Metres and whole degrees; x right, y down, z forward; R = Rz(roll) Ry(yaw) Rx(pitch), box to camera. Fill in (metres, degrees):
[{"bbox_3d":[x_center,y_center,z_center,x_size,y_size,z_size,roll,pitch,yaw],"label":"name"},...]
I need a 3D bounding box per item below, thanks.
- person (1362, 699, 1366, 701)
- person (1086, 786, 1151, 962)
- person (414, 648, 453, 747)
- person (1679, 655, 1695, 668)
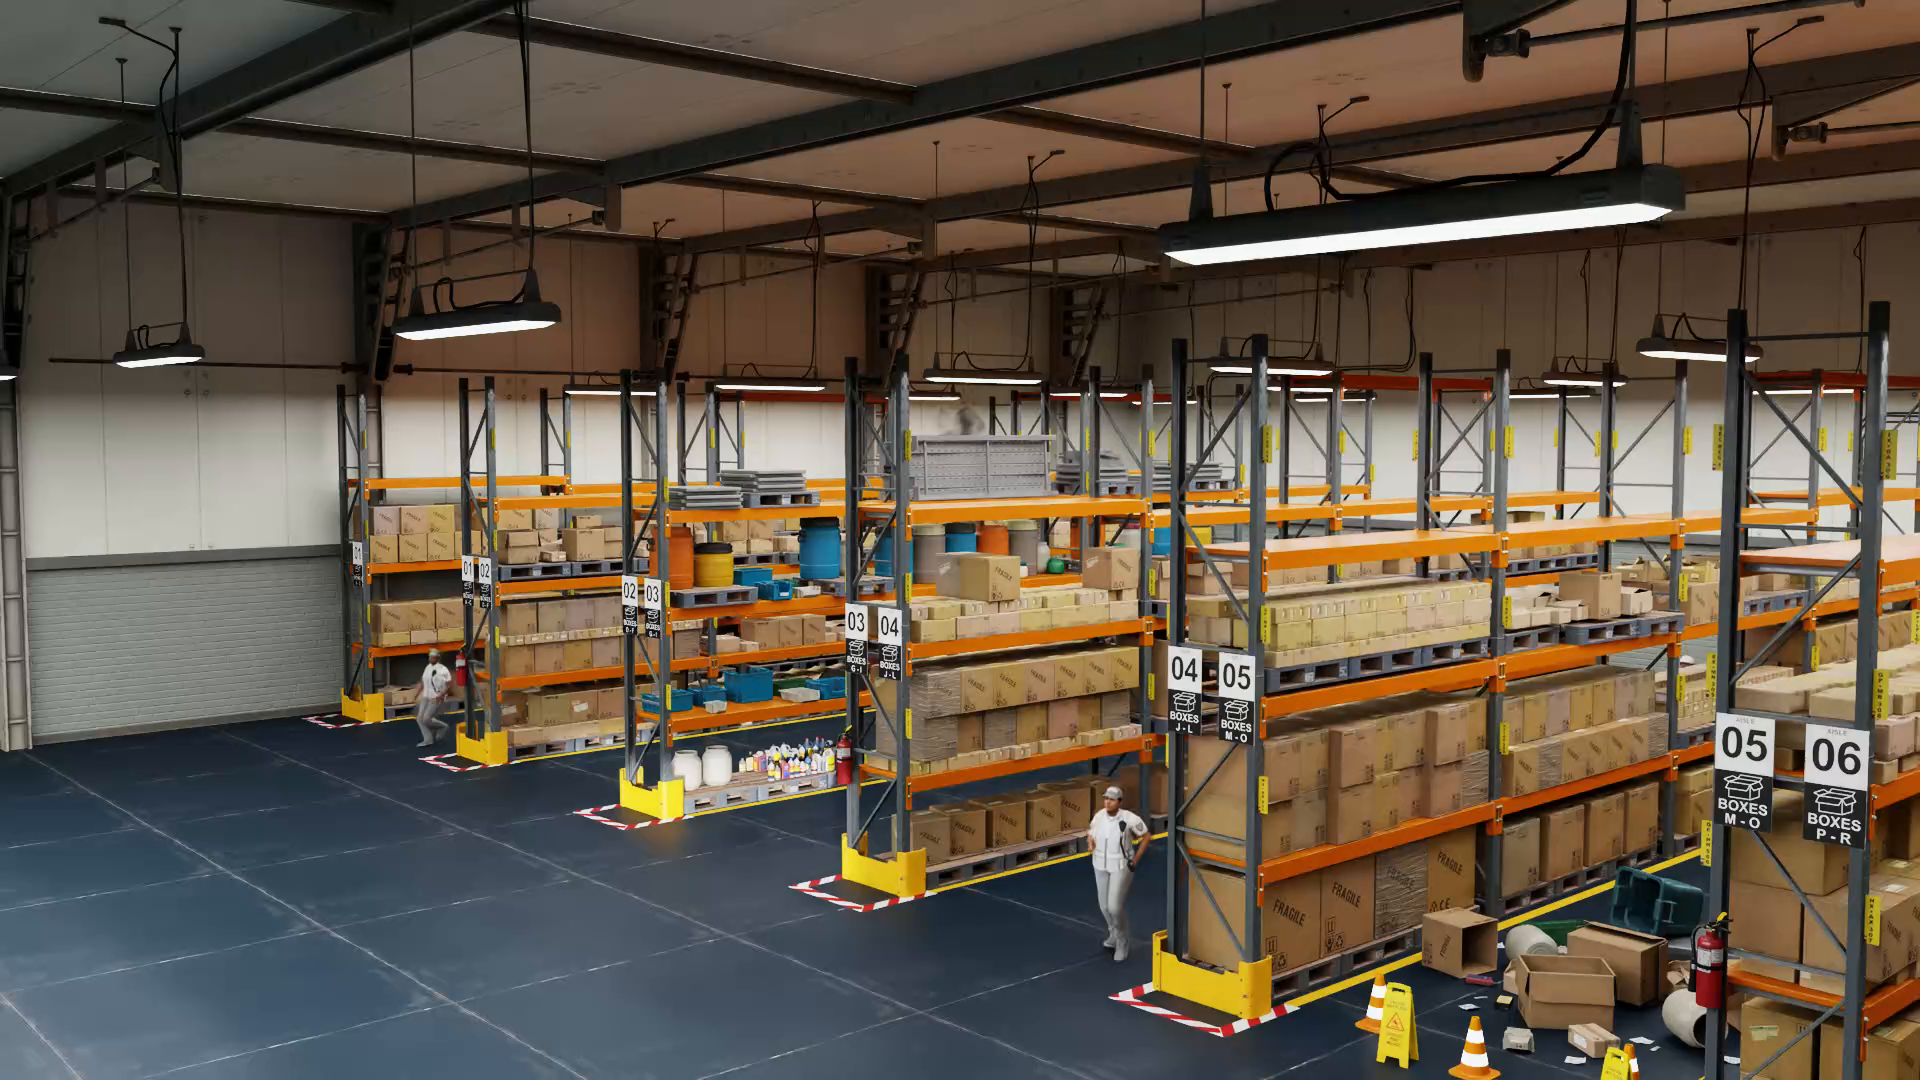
[{"bbox_3d":[5.334,2.918,22.137,0.611,1.604,0.547,3,5,40],"label":"person"},{"bbox_3d":[1.507,3.276,16.350,0.601,1.719,0.646,3,5,34],"label":"person"},{"bbox_3d":[-8.592,2.575,27.194,0.624,1.643,0.522,2,4,33],"label":"person"},{"bbox_3d":[11.028,2.632,25.129,0.939,1.805,0.710,-3,5,-40],"label":"person"}]
